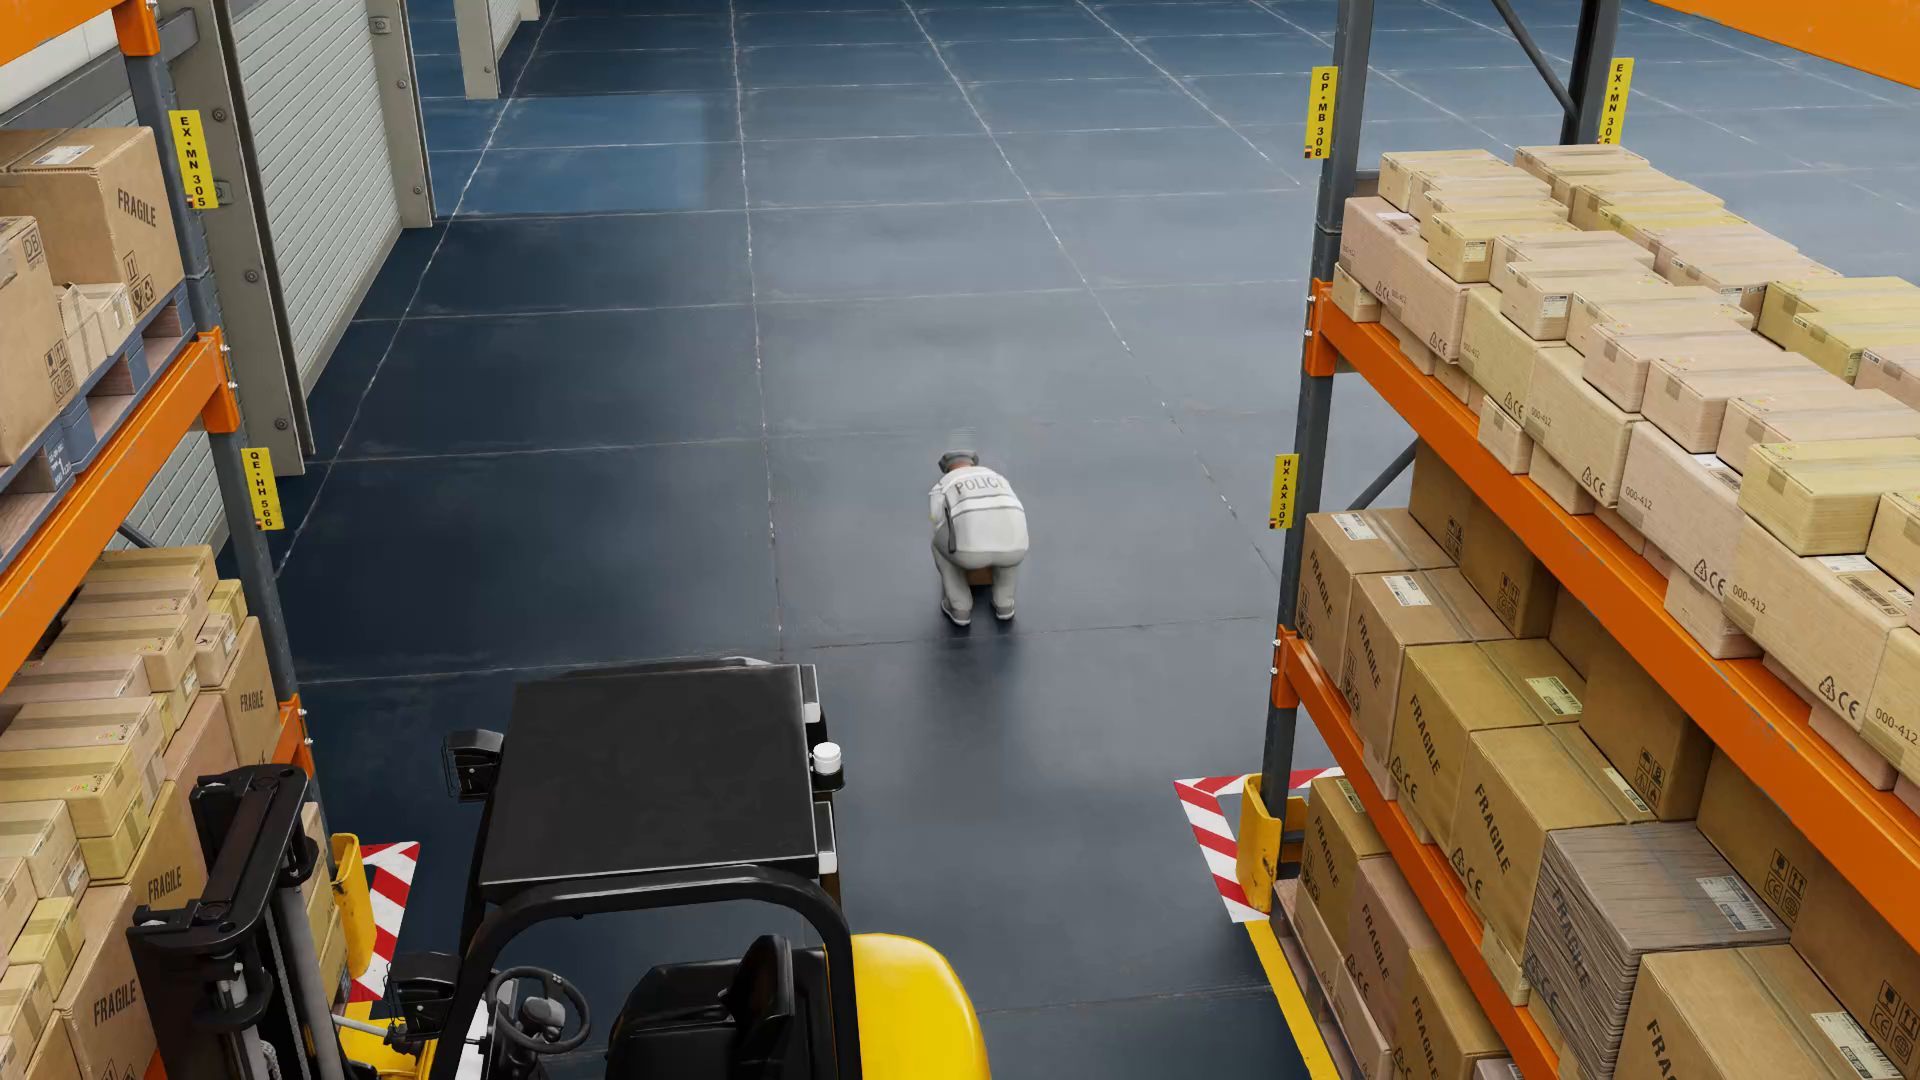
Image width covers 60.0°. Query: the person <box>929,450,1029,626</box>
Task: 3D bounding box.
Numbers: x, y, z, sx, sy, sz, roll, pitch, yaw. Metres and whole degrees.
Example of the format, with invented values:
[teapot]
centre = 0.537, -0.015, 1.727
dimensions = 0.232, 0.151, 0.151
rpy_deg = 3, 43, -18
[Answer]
[person]
centre = 0.092, 0.002, 9.681
dimensions = 0.522, 0.819, 1.028
rpy_deg = -4, 27, -8
